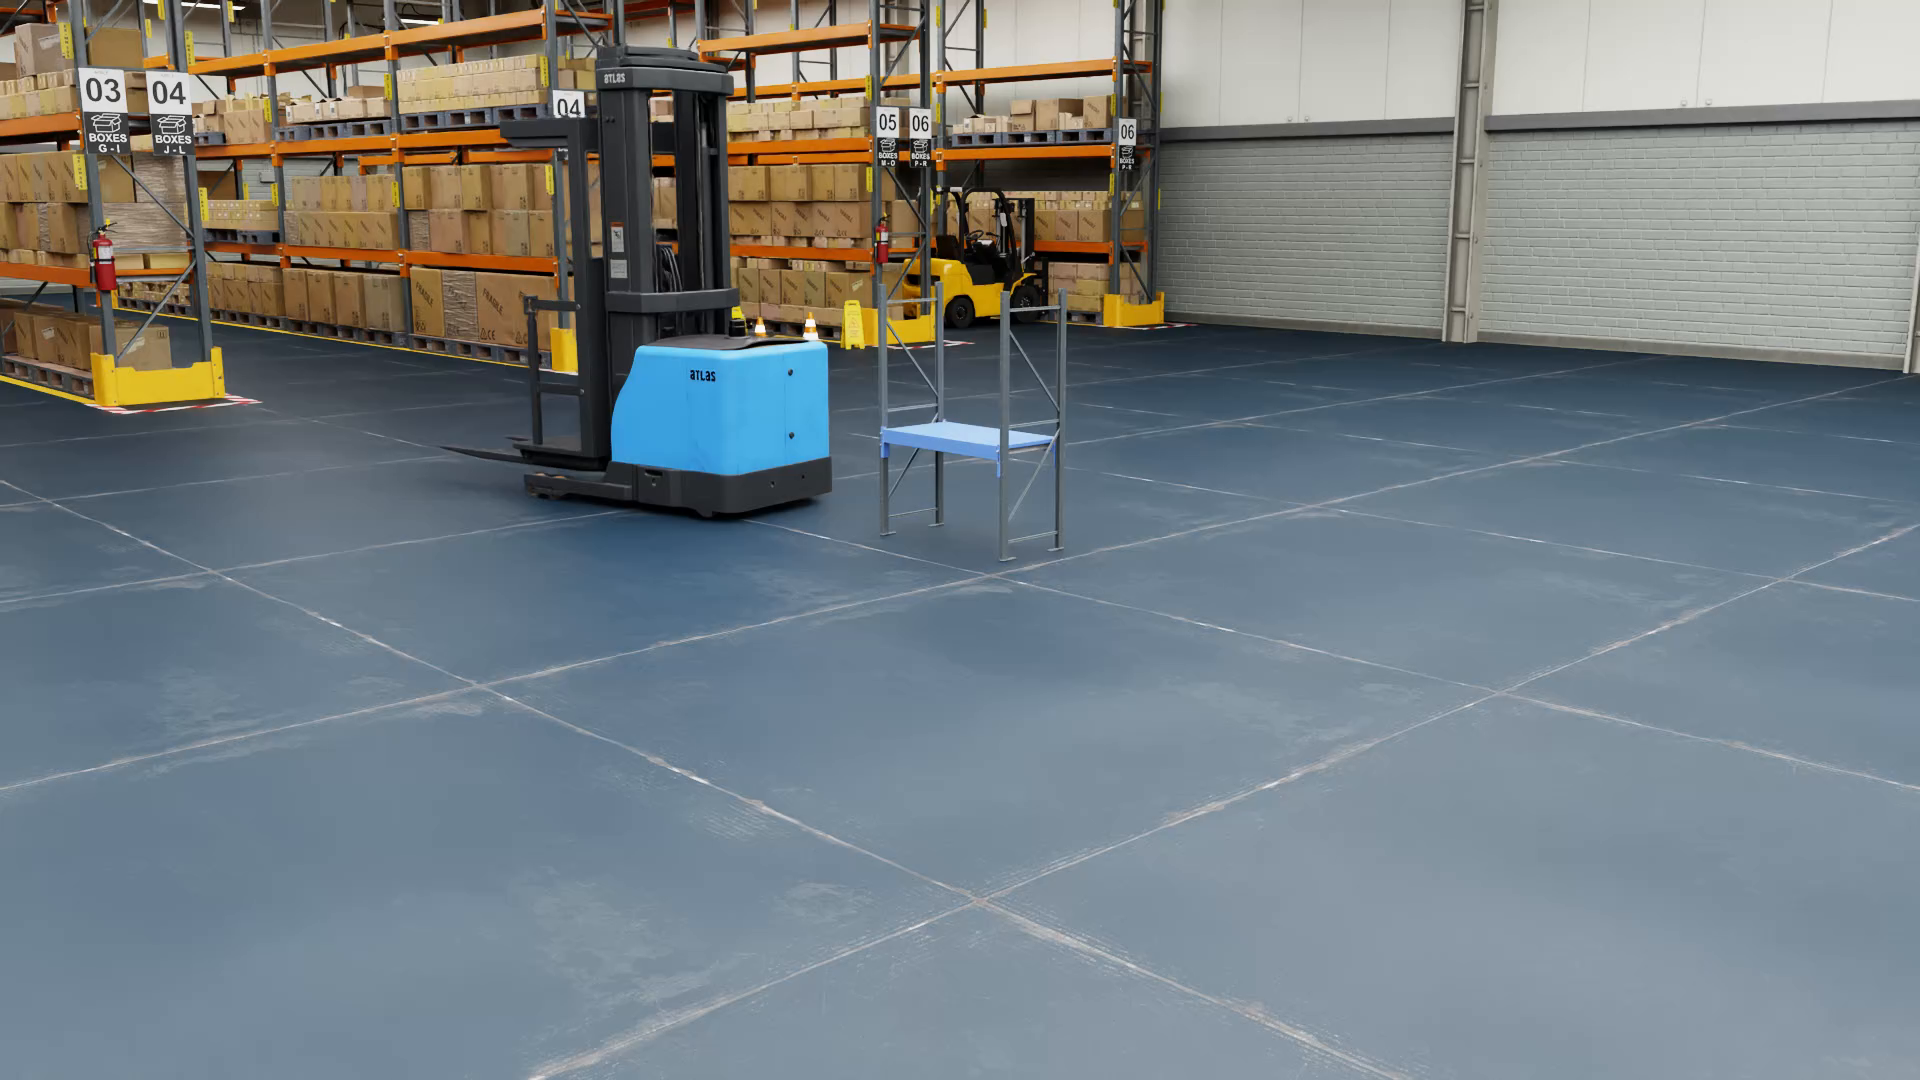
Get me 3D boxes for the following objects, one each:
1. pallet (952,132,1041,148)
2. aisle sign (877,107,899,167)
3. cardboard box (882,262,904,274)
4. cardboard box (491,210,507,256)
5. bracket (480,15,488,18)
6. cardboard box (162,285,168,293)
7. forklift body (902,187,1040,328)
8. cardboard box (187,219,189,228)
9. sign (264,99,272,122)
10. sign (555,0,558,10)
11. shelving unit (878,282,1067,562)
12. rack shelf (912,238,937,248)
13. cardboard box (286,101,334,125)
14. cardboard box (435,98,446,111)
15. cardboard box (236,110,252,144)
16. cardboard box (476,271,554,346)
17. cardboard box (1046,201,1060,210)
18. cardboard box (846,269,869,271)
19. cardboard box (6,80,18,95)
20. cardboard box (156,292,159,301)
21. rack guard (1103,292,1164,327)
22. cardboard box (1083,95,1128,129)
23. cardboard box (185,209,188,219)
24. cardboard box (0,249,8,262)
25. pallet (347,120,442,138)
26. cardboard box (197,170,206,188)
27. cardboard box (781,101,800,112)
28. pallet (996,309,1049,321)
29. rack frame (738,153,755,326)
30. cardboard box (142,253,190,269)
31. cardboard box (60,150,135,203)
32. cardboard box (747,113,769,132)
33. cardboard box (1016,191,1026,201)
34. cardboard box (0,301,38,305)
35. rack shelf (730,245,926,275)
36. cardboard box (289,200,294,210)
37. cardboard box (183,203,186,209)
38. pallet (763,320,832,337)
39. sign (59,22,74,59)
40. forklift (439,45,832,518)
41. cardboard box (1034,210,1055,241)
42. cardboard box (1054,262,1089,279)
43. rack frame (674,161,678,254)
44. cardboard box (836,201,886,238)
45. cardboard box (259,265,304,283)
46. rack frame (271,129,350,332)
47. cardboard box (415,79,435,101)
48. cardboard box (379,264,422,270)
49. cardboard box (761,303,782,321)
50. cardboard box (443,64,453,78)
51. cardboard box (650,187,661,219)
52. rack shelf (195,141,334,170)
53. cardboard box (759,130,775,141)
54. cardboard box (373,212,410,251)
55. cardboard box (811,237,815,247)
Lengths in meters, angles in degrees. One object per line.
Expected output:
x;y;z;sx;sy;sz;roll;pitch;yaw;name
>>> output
0.621;-6.825;28.390;1.003;0.211;1.213;-11;16;-43;pallet
-0.979;-5.468;22.574;0.394;0.787;0.004;-11;16;-43;aisle sign
-0.886;-4.751;30.384;0.875;0.625;0.625;-11;16;-43;cardboard box
-5.303;-3.837;20.730;0.875;0.550;0.550;-11;16;-43;cardboard box
-11.664;-12.849;41.054;0.235;0.232;0.430;-11;16;-43;bracket
-13.743;-4.407;29.153;0.380;0.149;0.250;-10;16;-41;cardboard box
0.146;-4.543;26.631;2.313;2.155;1.214;-11;16;-43;forklift body
-12.474;-5.212;27.358;0.380;0.149;0.250;-11;16;-42;cardboard box
-10.241;-6.354;24.603;0.100;0.325;0.005;-11;16;-43;sign
-6.736;-8.807;27.650;0.100;0.325;0.005;-11;16;-43;sign
0.059;-0.722;9.700;0.538;1.500;1.048;-11;16;-43;shelving unit
-1.368;-5.459;30.759;1.077;0.370;4.000;-11;16;-43;rack shelf
-9.506;-6.251;24.316;0.500;0.311;0.500;-11;16;-42;cardboard box
-6.375;-5.475;20.953;0.380;0.149;0.250;-11;16;-43;cardboard box
-10.780;-6.344;25.589;0.500;0.500;0.500;-11;16;-43;cardboard box
-5.448;-2.922;20.886;0.875;0.875;0.875;-11;16;-43;cardboard box
1.619;-5.464;27.144;0.250;0.149;0.380;11;16;43;cardboard box
-1.550;-3.705;24.378;0.500;0.500;0.500;11;16;43;cardboard box
-9.813;-4.762;17.542;0.380;0.149;0.250;-11;16;-44;cardboard box
-13.973;-4.308;29.413;0.380;0.149;0.250;-11;16;-41;cardboard box
2.792;-3.708;26.672;1.175;0.500;0.348;-11;16;-43;rack guard
2.293;-6.739;26.220;0.500;0.500;0.500;-10;15;-41;cardboard box
-12.490;-5.360;27.338;0.380;0.149;0.250;-11;16;-44;cardboard box
-10.455;-3.179;18.532;0.380;0.149;0.250;-11;16;-43;cardboard box
-7.754;-5.625;22.823;1.217;0.209;0.805;11;16;43;pallet
-13.130;-6.006;28.166;0.500;0.500;0.500;11;16;43;cardboard box
-2.343;-6.208;23.822;0.380;0.149;0.250;-10;16;-41;cardboard box
1.379;-3.854;28.095;1.003;0.211;1.213;-11;16;-43;pallet
-3.575;-4.828;25.910;1.000;3.000;0.127;-11;16;-43;rack frame
-8.004;-2.815;16.762;0.380;0.149;0.250;-11;16;-43;cardboard box
-8.538;-3.593;16.455;0.500;0.500;0.500;-11;16;-43;cardboard box
-2.769;-6.118;24.373;0.500;0.250;0.500;-11;16;-42;cardboard box
1.150;-5.733;27.714;0.380;0.149;0.250;-11;16;-42;cardboard box
-11.853;-2.684;20.611;0.500;0.500;0.700;10;15;40;cardboard box
-2.193;-4.183;24.566;1.077;0.370;4.000;-11;16;-43;rack shelf
-10.214;-5.214;25.894;0.250;0.149;0.380;11;16;44;cardboard box
-12.670;-5.543;27.490;0.380;0.149;0.250;-10;15;-40;cardboard box
-2.238;-3.191;24.875;1.003;0.211;1.213;-11;16;-43;pallet
-8.395;-4.691;15.620;0.100;0.325;0.005;-11;16;-43;sign
-2.361;-1.783;11.302;3.031;2.935;1.130;8;14;34;forklift
1.540;-5.172;27.334;0.500;0.500;0.500;-11;16;-44;cardboard box
1.875;-4.382;27.044;0.500;0.250;0.500;-11;16;-42;cardboard box
-5.512;-6.687;34.937;1.000;3.000;0.127;-11;16;-43;rack frame
-1.386;-4.479;23.235;0.500;0.500;0.500;-11;16;-44;cardboard box
-10.509;-4.119;25.765;0.500;0.250;0.500;11;16;44;cardboard box
-9.847;-4.707;25.324;1.000;3.000;0.127;-11;16;-43;rack frame
-6.600;-5.735;21.228;0.500;0.250;0.500;-11;16;-43;cardboard box
-11.333;-5.447;34.227;0.875;0.438;0.875;11;16;43;cardboard box
-2.617;-3.409;24.800;0.500;0.250;0.500;-11;16;-43;cardboard box
-6.199;-5.828;20.692;0.380;0.149;0.250;-11;16;-43;cardboard box
-4.755;-5.412;26.720;0.500;0.500;0.500;-10;15;-41;cardboard box
-11.228;-6.116;26.511;1.077;0.370;4.000;-11;16;-43;rack shelf
-2.710;-5.894;24.273;0.380;0.149;0.250;-11;16;-44;cardboard box
-7.639;-4.211;22.669;0.500;0.500;0.500;-11;16;-43;cardboard box
-1.917;-4.298;23.961;0.380;0.149;0.250;-11;16;-42;cardboard box
